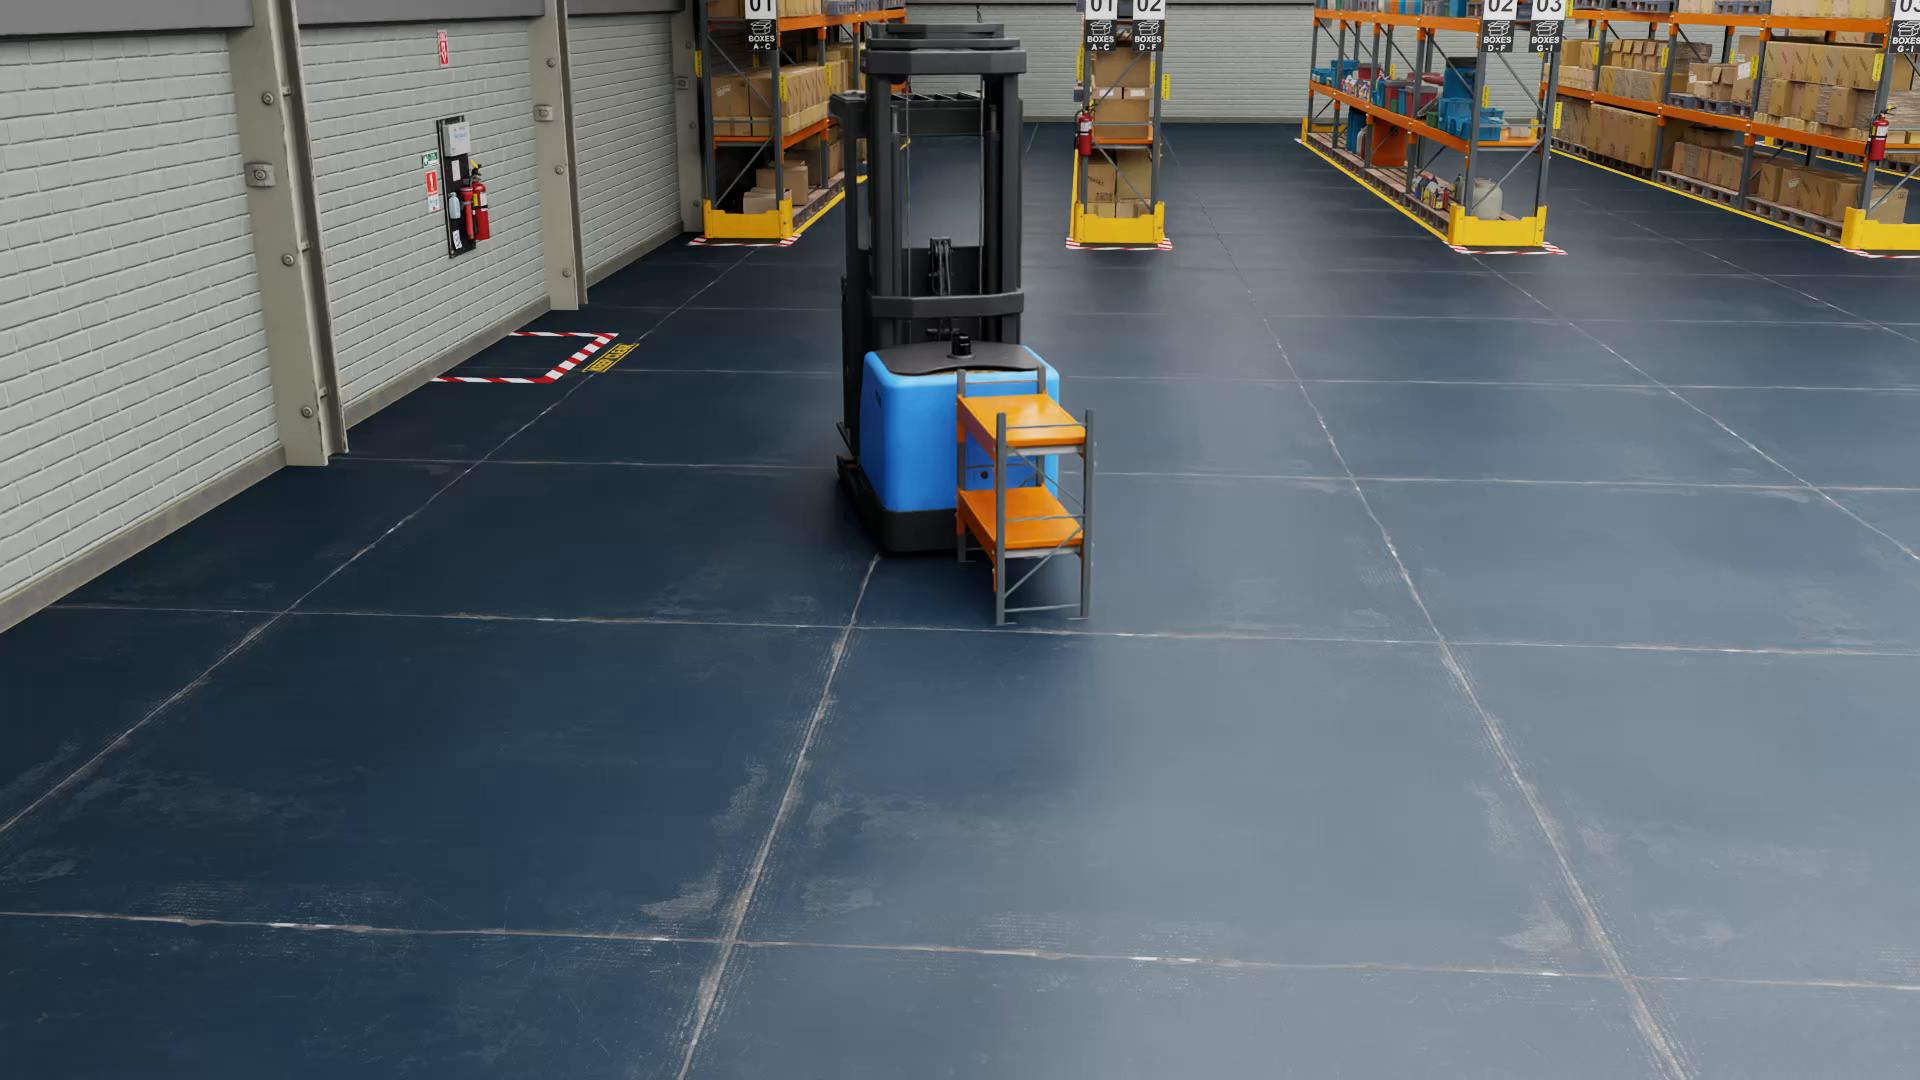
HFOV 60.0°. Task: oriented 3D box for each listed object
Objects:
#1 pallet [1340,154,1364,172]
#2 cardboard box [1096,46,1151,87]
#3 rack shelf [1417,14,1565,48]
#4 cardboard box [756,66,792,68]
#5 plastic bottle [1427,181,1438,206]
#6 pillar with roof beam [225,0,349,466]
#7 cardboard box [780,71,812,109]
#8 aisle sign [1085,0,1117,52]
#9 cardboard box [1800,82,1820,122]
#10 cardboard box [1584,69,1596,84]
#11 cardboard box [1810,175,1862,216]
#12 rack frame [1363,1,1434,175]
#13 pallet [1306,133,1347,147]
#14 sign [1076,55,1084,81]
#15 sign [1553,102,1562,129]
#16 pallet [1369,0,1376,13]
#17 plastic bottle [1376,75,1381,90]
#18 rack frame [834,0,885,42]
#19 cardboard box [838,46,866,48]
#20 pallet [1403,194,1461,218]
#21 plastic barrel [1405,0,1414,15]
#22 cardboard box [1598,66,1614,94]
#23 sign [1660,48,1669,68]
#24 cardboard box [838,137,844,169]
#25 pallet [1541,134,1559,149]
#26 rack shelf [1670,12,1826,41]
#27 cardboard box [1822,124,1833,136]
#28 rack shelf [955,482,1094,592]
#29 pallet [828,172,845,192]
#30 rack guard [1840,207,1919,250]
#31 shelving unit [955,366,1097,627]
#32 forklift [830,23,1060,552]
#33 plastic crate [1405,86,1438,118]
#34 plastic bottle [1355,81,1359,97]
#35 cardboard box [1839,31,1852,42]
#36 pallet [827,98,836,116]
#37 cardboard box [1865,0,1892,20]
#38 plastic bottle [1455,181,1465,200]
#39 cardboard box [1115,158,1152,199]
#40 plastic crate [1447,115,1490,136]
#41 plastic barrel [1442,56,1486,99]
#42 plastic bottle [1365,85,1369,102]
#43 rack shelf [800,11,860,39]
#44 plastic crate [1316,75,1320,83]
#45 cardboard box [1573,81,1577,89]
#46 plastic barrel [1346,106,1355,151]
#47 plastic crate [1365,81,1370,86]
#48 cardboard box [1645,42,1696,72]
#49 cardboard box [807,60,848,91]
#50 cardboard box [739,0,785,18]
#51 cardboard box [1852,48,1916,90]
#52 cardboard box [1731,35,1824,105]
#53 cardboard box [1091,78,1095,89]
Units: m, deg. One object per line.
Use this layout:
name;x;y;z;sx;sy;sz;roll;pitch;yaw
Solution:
pallet;7.707;-7.054;31.112;1.003;0.211;1.213;1;18;4
cardboard box;2.138;-6.208;21.807;0.700;0.500;0.500;1;18;4
rack shelf;7.172;-6.976;22.733;1.077;0.370;4.000;1;18;4
cardboard box;-2.808;-6.888;25.131;0.500;0.500;0.500;1;18;3
plastic bottle;6.786;-4.974;23.832;0.144;0.351;0.185;2;18;6
pillar with roof beam;-0.232;-4.757;9.988;9.100;9.000;0.400;1;18;4
cardboard box;-2.405;-6.403;23.650;0.500;0.500;0.500;2;18;6
aisle sign;1.790;-6.604;21.086;0.394;0.787;0.004;1;18;4
cardboard box;12.078;-5.987;22.738;0.875;0.500;0.500;1;18;4
cardboard box;12.599;-9.100;32.642;0.500;0.250;0.500;1;18;3
cardboard box;12.103;-4.746;22.930;0.500;0.500;0.500;3;18;9
rack frame;7.602;-7.756;28.775;1.000;3.000;0.127;1;18;4
pallet;8.078;-8.660;36.013;1.003;0.211;1.213;1;18;4
sign;1.548;-6.062;21.366;0.100;0.325;0.005;1;18;4
sign;7.577;-5.389;21.107;0.100;0.325;0.005;1;18;4
pallet;7.754;-9.327;29.056;1.003;0.211;1.213;1;18;4
plastic bottle;8.005;-8.685;31.690;0.144;0.351;0.185;1;18;4
rack frame;-1.993;-9.219;33.241;1.000;3.000;0.127;1;18;4
cardboard box;-1.952;-8.834;30.190;0.500;0.250;0.500;1;18;3
pallet;7.225;-4.981;24.784;1.003;0.211;1.213;1;18;4
plastic barrel;7.182;-8.543;25.555;0.600;0.901;0.600;0;18;0
cardboard box;12.547;-8.798;31.794;0.500;0.500;0.500;1;18;4
sign;11.988;-8.207;28.292;0.100;0.325;0.005;1;18;4
cardboard box;-2.279;-6.773;29.084;0.700;0.500;0.500;2;18;5
pallet;13.136;-8.554;35.691;1.003;0.211;1.213;1;18;4
rack shelf;12.399;-8.107;26.187;1.077;0.370;4.000;1;18;4
cardboard box;11.856;-5.523;22.364;0.380;0.149;0.250;1;18;4
rack shelf;0.330;-0.031;8.996;0.538;0.278;1.000;-4;18;-11
pallet;-2.427;-6.031;27.990;1.003;0.211;1.213;1;18;4
rack guard;11.974;-3.996;21.316;1.175;0.500;0.348;1;18;4
shelving unit;0.330;-0.263;8.920;0.538;1.125;1.048;-4;18;-11
forklift;-0.209;-1.744;10.538;1.130;2.935;3.031;-4;18;-11
plastic crate;7.045;-6.701;25.453;0.402;0.464;0.583;1;18;4
plastic bottle;7.310;-8.289;30.590;0.061;0.283;0.133;1;18;4
cardboard box;17.564;-9.722;32.532;0.500;0.500;0.500;1;18;2
pallet;-2.367;-6.877;26.403;1.003;0.211;1.213;1;18;4
cardboard box;11.750;-6.670;20.885;0.500;0.250;0.500;2;18;5
plastic bottle;7.393;-5.158;24.513;0.152;0.276;0.135;1;18;4
cardboard box;2.382;-4.949;22.746;0.500;0.500;0.500;1;18;4
plastic crate;6.818;-5.564;22.325;0.499;0.251;0.408;1;18;4
plastic barrel;7.645;-6.865;25.251;0.600;0.901;0.708;1;18;4
plastic bottle;7.222;-7.907;29.424;0.061;0.283;0.133;1;18;4
rack shelf;-2.423;-8.439;27.199;1.077;0.370;4.000;1;18;4
plastic crate;7.675;-9.766;35.236;0.250;0.136;0.298;1;18;4
cardboard box;12.597;-9.190;33.555;0.380;0.149;0.250;2;18;5
plastic barrel;7.833;-8.032;32.313;0.600;0.901;0.708;1;18;4
plastic crate;8.065;-9.043;33.029;0.396;0.136;0.243;1;18;4
cardboard box;12.660;-8.598;29.575;0.797;0.503;0.637;2;18;5
cardboard box;-2.303;-8.087;28.919;0.700;0.500;0.500;-1;18;-3
cardboard box;-2.580;-7.073;21.681;0.500;0.500;0.500;2;18;5
cardboard box;11.762;-6.001;21.175;0.500;0.500;0.500;1;18;4
cardboard box;12.452;-7.131;25.231;1.000;1.000;1.000;1;18;4
cardboard box;2.090;-6.584;23.998;0.380;0.149;0.250;1;18;2
